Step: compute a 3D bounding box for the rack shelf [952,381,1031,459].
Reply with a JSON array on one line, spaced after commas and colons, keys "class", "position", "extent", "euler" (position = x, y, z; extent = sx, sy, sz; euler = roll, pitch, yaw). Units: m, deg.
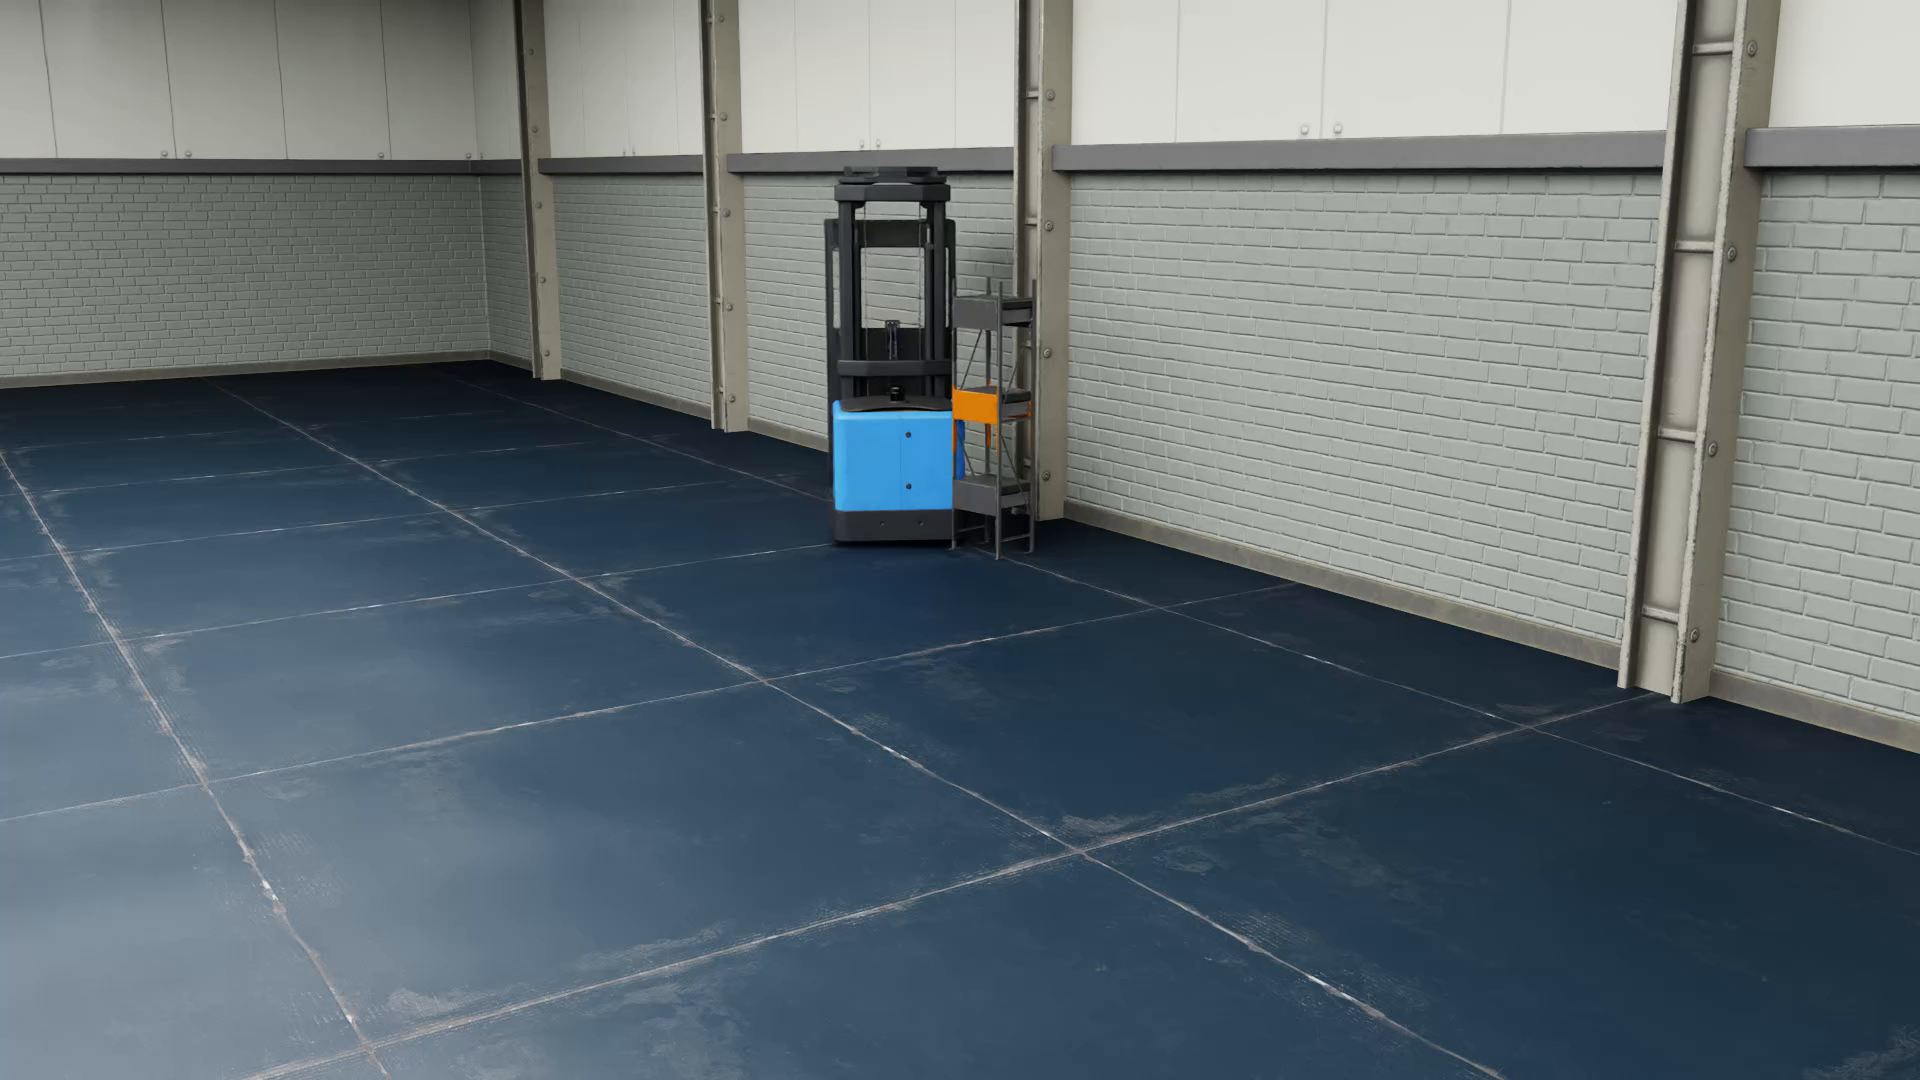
[{"class": "rack shelf", "position": [0.258, -0.925, 12.742], "extent": [0.431, 0.518, 0.480], "euler": [-12, 17, -43]}]

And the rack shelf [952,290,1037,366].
[{"class": "rack shelf", "position": [0.258, -1.609, 12.593], "extent": [0.431, 0.518, 0.480], "euler": [-12, 17, -43]}]

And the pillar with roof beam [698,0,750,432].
[{"class": "pillar with roof beam", "position": [-6.230, -5.166, 15.923], "extent": [9.100, 9.000, 0.400], "euler": [-8, 15, -33]}]

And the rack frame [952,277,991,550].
[{"class": "rack frame", "position": [0.087, -0.976, 12.910], "extent": [0.400, 2.100, 0.015], "euler": [-12, 17, -43]}]

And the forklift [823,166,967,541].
[{"class": "forklift", "position": [-0.602, -1.681, 14.190], "extent": [1.130, 2.935, 3.031], "euler": [-1, 12, -5]}]

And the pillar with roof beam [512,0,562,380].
[{"class": "pillar with roof beam", "position": [-9.554, -6.234, 20.803], "extent": [9.100, 9.000, 0.400], "euler": [-8, 15, -33]}]

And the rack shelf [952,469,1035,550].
[{"class": "rack shelf", "position": [0.257, -0.242, 12.892], "extent": [0.431, 0.518, 0.480], "euler": [-12, 17, -43]}]

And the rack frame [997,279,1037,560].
[{"class": "rack frame", "position": [0.428, -0.901, 12.569], "extent": [0.400, 2.100, 0.015], "euler": [-12, 17, -43]}]

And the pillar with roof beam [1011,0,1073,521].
[{"class": "pillar with roof beam", "position": [-2.906, -4.099, 11.044], "extent": [9.100, 9.000, 0.400], "euler": [-8, 15, -33]}]

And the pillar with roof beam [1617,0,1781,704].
[{"class": "pillar with roof beam", "position": [0.418, -3.032, 6.164], "extent": [9.100, 9.000, 0.400], "euler": [-8, 15, -33]}]

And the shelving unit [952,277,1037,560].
[{"class": "shelving unit", "position": [0.258, -0.939, 12.739], "extent": [0.431, 2.100, 0.503], "euler": [-12, 17, -43]}]
